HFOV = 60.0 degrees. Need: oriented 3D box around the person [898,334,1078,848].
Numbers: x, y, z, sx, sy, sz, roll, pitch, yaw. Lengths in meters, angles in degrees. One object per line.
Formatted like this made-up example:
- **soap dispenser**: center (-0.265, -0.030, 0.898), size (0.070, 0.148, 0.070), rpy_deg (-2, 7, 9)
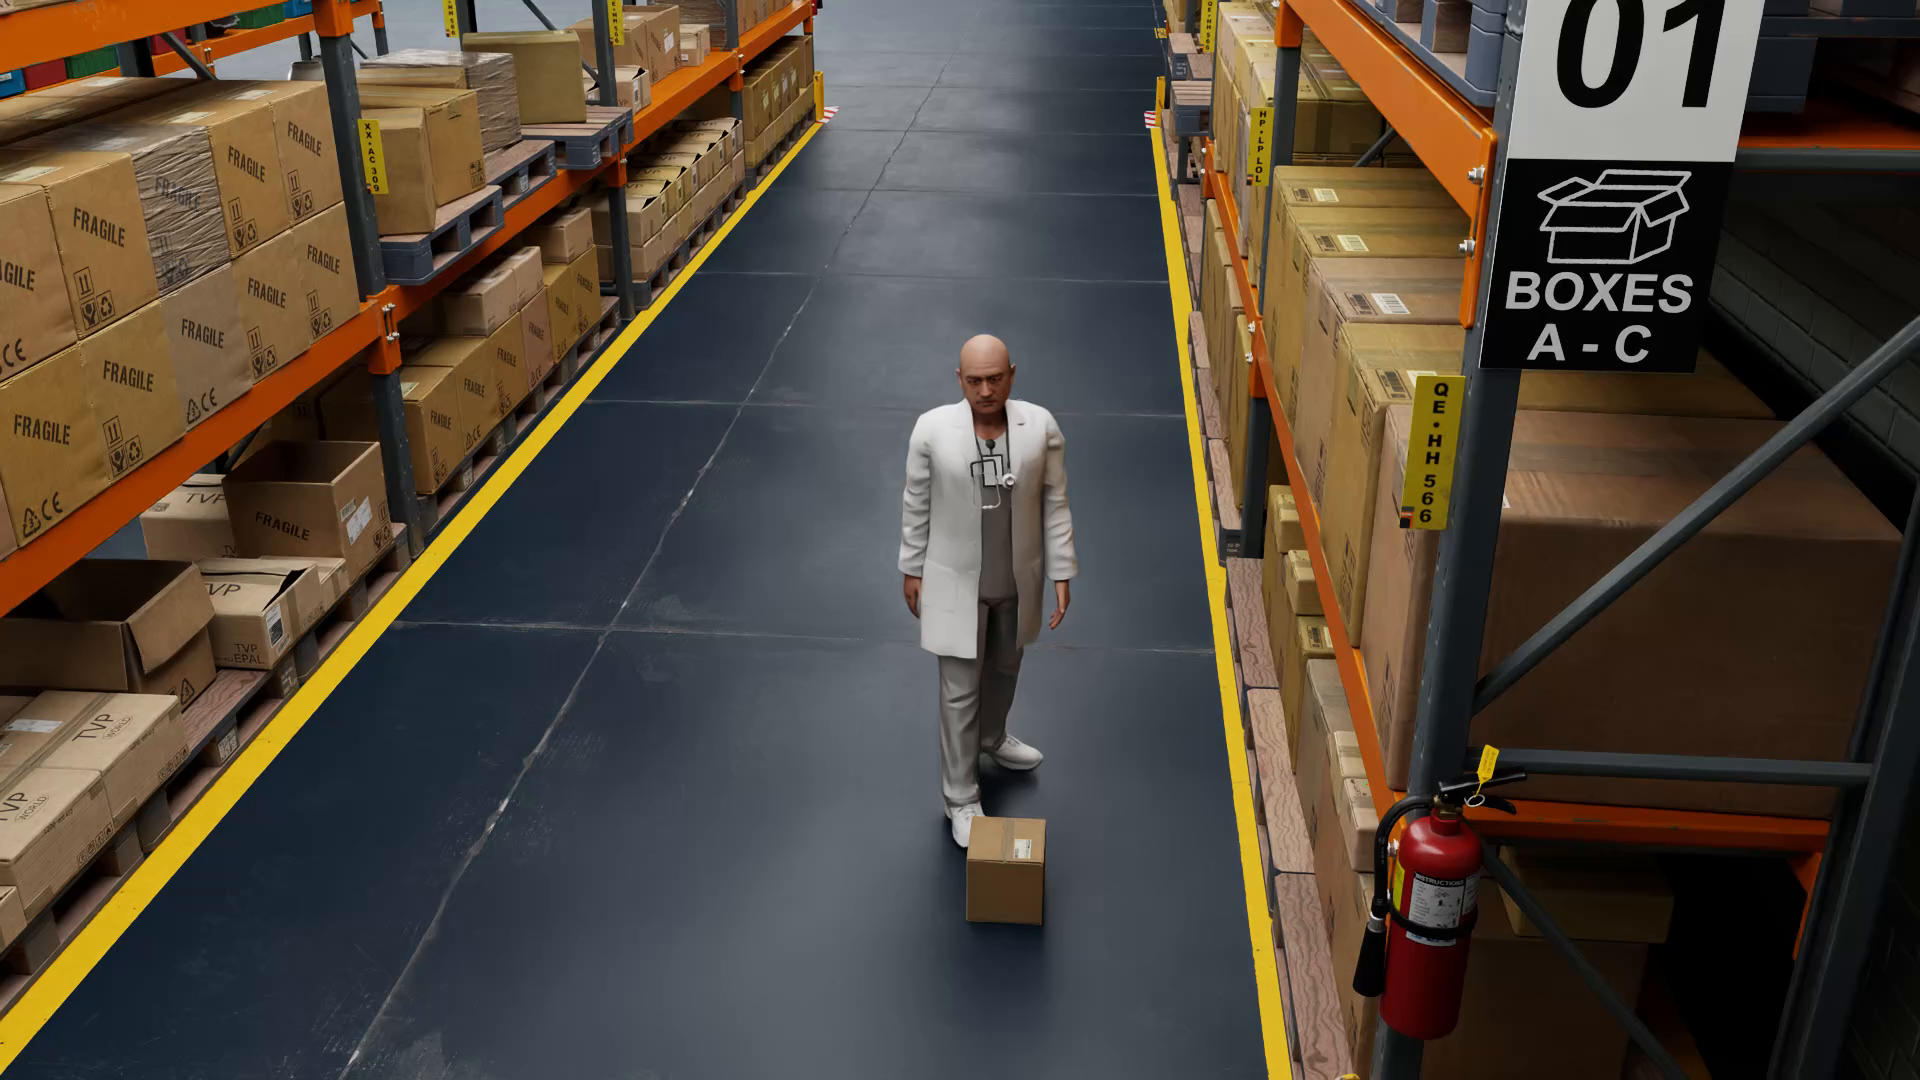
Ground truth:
- **person**: center (0.106, 0.140, 5.789), size (0.585, 1.774, 0.738), rpy_deg (-7, 25, -15)
